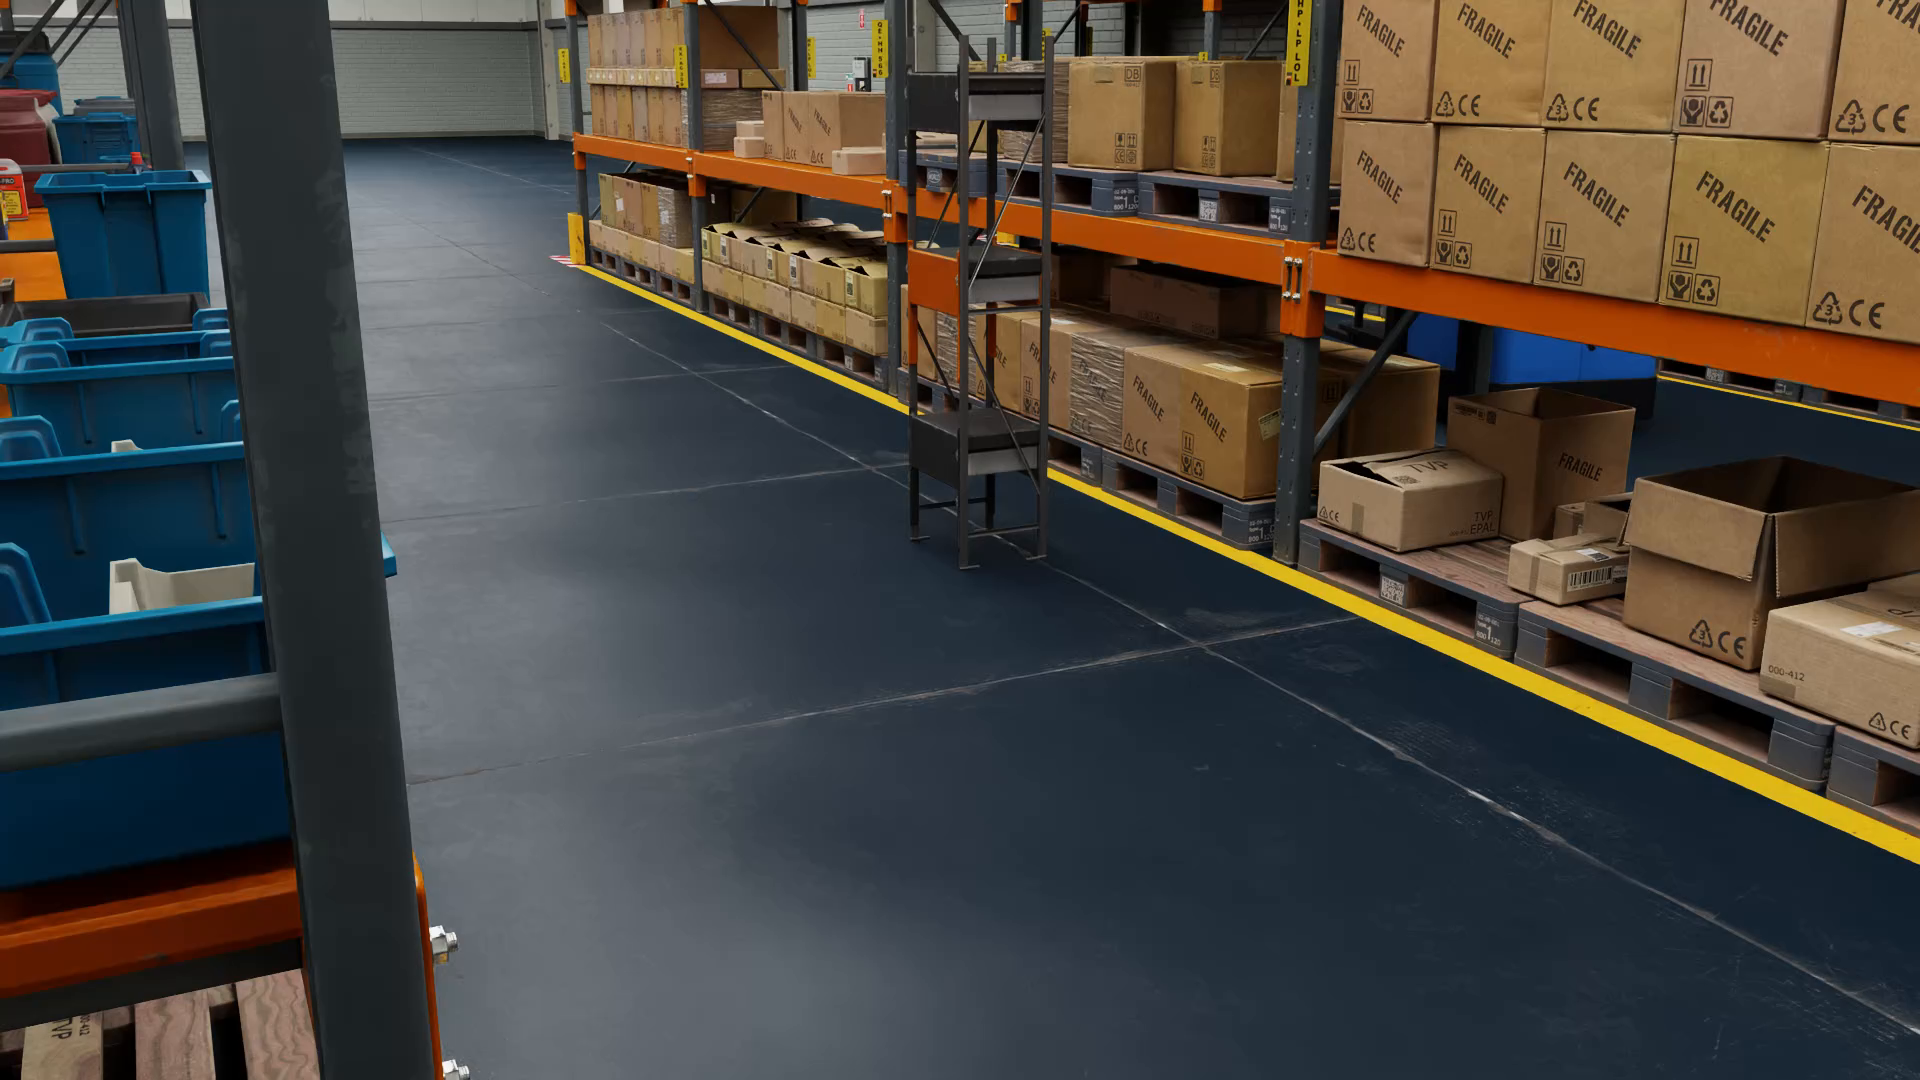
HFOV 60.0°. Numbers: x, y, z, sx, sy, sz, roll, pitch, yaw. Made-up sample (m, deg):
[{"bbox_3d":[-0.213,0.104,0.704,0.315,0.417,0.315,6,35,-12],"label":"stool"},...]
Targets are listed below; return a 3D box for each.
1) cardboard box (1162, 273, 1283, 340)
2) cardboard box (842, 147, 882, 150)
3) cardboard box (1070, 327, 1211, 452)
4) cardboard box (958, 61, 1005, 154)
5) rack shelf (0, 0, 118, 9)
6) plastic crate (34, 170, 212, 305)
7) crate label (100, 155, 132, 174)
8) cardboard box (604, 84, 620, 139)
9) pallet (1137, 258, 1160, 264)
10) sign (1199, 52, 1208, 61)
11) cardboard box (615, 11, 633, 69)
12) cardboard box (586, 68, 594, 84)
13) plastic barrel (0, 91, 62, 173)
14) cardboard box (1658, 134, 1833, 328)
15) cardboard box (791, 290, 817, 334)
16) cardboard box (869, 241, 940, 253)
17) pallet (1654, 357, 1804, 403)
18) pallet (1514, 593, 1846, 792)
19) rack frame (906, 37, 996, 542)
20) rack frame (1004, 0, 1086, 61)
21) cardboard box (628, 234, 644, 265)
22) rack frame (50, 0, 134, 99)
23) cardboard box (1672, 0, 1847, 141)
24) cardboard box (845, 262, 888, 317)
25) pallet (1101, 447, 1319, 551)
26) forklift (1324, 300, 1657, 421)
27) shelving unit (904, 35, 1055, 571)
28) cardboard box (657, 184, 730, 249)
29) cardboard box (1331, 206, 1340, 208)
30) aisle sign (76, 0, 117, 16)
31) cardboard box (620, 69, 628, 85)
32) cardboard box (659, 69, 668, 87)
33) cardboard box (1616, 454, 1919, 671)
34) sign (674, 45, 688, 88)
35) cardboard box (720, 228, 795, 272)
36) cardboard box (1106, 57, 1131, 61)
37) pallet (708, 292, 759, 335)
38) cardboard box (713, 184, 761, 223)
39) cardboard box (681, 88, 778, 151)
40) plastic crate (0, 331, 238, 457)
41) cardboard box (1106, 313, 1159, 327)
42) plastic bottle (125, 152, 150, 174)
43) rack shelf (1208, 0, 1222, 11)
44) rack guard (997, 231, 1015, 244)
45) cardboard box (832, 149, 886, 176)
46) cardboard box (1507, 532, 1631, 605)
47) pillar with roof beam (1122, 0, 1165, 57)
[{"bbox_3d":[1.350,-1.171,8.267,0.500,0.250,0.500,-8,18,-25],"label":"cardboard box"},{"bbox_3d":[-0.581,-2.583,11.270,0.380,0.149,0.250,-6,17,-21],"label":"cardboard box"},{"bbox_3d":[0.879,-0.749,8.155,0.500,0.500,0.500,-7,18,-24],"label":"cardboard box"},{"bbox_3d":[0.406,-2.502,9.589,0.500,0.500,0.700,15,22,42],"label":"cardboard box"},{"bbox_3d":[-7.054,-4.381,12.945,1.077,0.370,4.000,-8,18,-25],"label":"rack shelf"},{"bbox_3d":[-2.162,-0.752,4.353,0.392,0.384,0.575,-8,18,-25],"label":"plastic crate"},{"bbox_3d":[-4.273,-1.866,8.620,0.303,0.233,0.416,-8,18,-25],"label":"crate label"},{"bbox_3d":[-3.049,-4.179,16.196,0.700,0.500,0.500,-7,17,-23],"label":"cardboard box"},{"bbox_3d":[2.402,-2.808,16.653,1.003,0.211,1.213,-8,18,-25],"label":"pallet"},{"bbox_3d":[2.243,-4.335,15.348,0.100,0.325,0.005,-8,18,-25],"label":"sign"},{"bbox_3d":[-2.803,-4.665,15.535,0.700,0.500,0.500,-8,18,-25],"label":"cardboard box"},{"bbox_3d":[-3.498,-4.615,16.537,0.380,0.149,0.250,-8,18,-25],"label":"cardboard box"},{"bbox_3d":[-5.635,-2.409,9.959,0.433,0.535,0.433,0,16,0],"label":"plastic barrel"},{"bbox_3d":[2.428,-0.915,4.819,0.500,0.500,0.500,-8,18,-26],"label":"cardboard box"},{"bbox_3d":[-0.868,-1.628,11.710,0.500,0.250,0.500,-7,18,-24],"label":"cardboard box"},{"bbox_3d":[-0.396,-1.966,11.870,0.500,0.311,0.500,-8,18,-26],"label":"cardboard box"},{"bbox_3d":[5.288,-1.147,10.866,1.003,0.211,1.213,-8,18,-25],"label":"pallet"},{"bbox_3d":[2.619,0.411,5.437,1.003,0.211,1.213,-8,18,-25],"label":"pallet"},{"bbox_3d":[-0.034,-1.029,7.029,0.400,2.100,0.015,-8,18,-25],"label":"rack frame"},{"bbox_3d":[0.975,-4.978,19.159,1.000,3.000,0.127,-8,18,-25],"label":"rack frame"},{"bbox_3d":[-2.785,-2.727,15.537,0.500,0.250,0.500,-8,18,-25],"label":"cardboard box"},{"bbox_3d":[-6.178,-2.789,11.531,1.000,3.000,0.127,-8,18,-25],"label":"rack frame"},{"bbox_3d":[2.413,-1.397,4.688,0.500,0.500,0.500,-7,17,-23],"label":"cardboard box"},{"bbox_3d":[-0.422,-1.645,10.750,0.500,0.311,0.500,-7,17,-23],"label":"cardboard box"},{"bbox_3d":[1.391,-0.260,7.773,1.003,0.211,1.213,-8,18,-25],"label":"pallet"},{"bbox_3d":[3.112,-2.396,10.285,1.130,2.935,3.031,-3,16,-11],"label":"forklift"},{"bbox_3d":[0.072,-0.968,6.818,0.431,2.100,0.503,-8,18,-25],"label":"shelving unit"},{"bbox_3d":[-2.332,-2.841,14.577,0.500,0.500,0.500,-8,18,-25],"label":"cardboard box"},{"bbox_3d":[3.492,-2.939,14.428,0.500,0.250,0.500,-8,18,-26],"label":"cardboard box"},{"bbox_3d":[-7.695,-5.084,14.816,0.394,0.787,0.004,-8,18,-25],"label":"aisle sign"},{"bbox_3d":[-2.932,-4.296,15.425,0.380,0.149,0.250,-8,18,-26],"label":"cardboard box"},{"bbox_3d":[-2.375,-3.979,14.321,0.380,0.149,0.250,-8,18,-25],"label":"cardboard box"},{"bbox_3d":[2.609,0.051,5.364,0.797,0.503,0.637,-8,18,-25],"label":"cardboard box"},{"bbox_3d":[-2.222,-3.773,13.248,0.100,0.325,0.005,-8,18,-25],"label":"sign"},{"bbox_3d":[-1.552,-2.279,12.961,0.500,0.311,0.500,-8,18,-26],"label":"cardboard box"},{"bbox_3d":[1.808,-4.613,16.764,0.500,0.500,0.500,-8,18,-26],"label":"cardboard box"},{"bbox_3d":[-1.366,-1.868,13.378,1.003,0.211,1.213,-8,18,-25],"label":"pallet"},{"bbox_3d":[-1.871,-2.903,14.793,0.500,0.500,0.500,-8,18,-25],"label":"cardboard box"},{"bbox_3d":[-1.924,-3.544,13.981,0.700,0.500,0.500,-8,18,-26],"label":"cardboard box"},{"bbox_3d":[-1.310,-0.189,2.667,0.416,0.233,0.300,-8,18,-25],"label":"plastic crate"},{"bbox_3d":[1.111,-0.943,8.834,0.500,0.500,0.500,-8,18,-27],"label":"cardboard box"},{"bbox_3d":[-3.332,-1.397,6.769,0.144,0.351,0.185,-8,18,-25],"label":"plastic bottle"},{"bbox_3d":[3.604,-4.586,13.660,1.077,0.370,4.000,-8,18,-25],"label":"rack shelf"},{"bbox_3d":[1.009,-3.758,19.438,1.175,0.500,0.348,-8,18,-25],"label":"rack guard"},{"bbox_3d":[-0.614,-2.464,10.853,0.380,0.149,0.250,-8,18,-25],"label":"cardboard box"},{"bbox_3d":[2.158,0.091,5.834,0.380,0.166,0.250,-8,18,-25],"label":"cardboard box"},{"bbox_3d":[-1.810,-7.272,16.278,9.100,9.000,0.400,-8,18,-25],"label":"pillar with roof beam"}]
